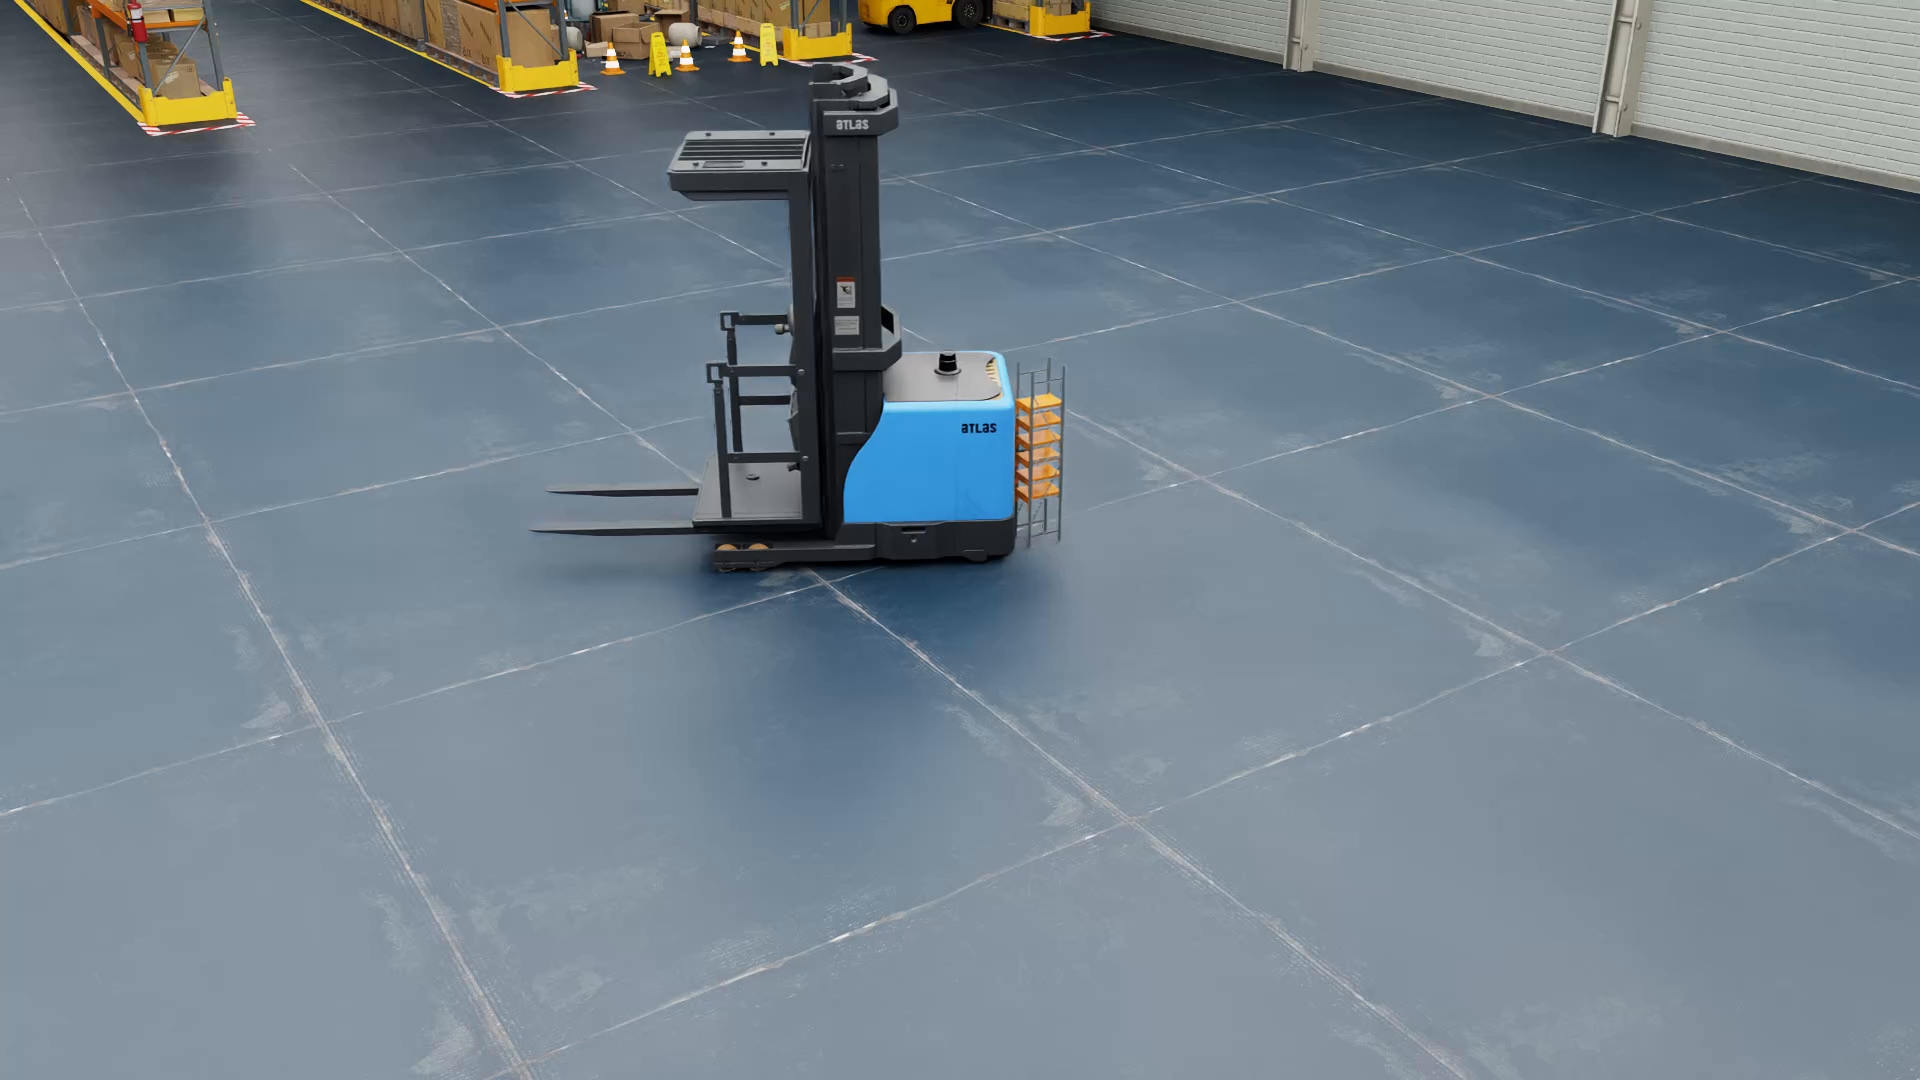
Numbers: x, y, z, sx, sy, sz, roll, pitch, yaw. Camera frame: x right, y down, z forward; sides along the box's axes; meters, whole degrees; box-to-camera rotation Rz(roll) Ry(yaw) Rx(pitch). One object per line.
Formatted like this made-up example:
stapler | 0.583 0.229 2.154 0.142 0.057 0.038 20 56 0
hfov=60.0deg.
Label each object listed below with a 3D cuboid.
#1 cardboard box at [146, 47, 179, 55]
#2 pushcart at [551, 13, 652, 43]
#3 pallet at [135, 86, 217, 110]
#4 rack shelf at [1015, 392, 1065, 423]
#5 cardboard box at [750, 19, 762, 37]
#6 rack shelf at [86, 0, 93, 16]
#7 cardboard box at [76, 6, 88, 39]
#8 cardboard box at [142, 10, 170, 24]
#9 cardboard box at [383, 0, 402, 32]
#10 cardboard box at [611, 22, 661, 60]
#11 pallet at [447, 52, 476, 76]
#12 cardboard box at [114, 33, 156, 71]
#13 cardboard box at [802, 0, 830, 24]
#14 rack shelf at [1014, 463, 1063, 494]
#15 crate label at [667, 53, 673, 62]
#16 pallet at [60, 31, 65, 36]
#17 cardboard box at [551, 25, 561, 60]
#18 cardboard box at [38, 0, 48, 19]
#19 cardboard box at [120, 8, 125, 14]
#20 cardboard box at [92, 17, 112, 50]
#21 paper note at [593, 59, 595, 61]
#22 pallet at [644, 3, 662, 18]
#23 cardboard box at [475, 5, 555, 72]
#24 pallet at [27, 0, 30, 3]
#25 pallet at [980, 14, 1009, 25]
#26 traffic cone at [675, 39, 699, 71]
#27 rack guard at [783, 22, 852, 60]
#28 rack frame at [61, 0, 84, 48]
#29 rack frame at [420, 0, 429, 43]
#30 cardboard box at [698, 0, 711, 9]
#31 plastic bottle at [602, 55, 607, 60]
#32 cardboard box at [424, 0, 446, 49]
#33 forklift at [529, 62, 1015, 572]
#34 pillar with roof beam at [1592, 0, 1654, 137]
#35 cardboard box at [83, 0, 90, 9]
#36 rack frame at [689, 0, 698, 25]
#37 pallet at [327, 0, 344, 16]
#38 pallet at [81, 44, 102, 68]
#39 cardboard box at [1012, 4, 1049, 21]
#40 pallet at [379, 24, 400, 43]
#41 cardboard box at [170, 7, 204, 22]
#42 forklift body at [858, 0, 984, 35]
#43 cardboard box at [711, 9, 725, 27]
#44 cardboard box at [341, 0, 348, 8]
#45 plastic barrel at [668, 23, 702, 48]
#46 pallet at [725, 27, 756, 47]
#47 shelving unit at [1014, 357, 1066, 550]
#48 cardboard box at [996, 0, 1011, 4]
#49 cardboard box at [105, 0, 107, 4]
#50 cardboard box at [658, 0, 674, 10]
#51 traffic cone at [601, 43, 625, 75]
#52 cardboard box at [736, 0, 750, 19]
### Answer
cardboard box | -11.657 -6.897 24.282 0.500 0.500 0.500 -13 28 -25
pushcart | -6.412 -9.181 29.756 0.936 0.377 1.648 18 31 33
pallet | -11.104 -6.241 23.722 1.003 0.211 1.213 -16 29 -30
rack shelf | 0.499 -0.825 10.353 0.258 0.103 0.180 -12 28 -24
cardboard box | -3.289 -8.845 28.702 0.500 0.250 0.500 -15 29 -29
rack shelf | -13.924 -8.996 27.136 1.077 0.370 4.000 -16 29 -30
cardboard box | -14.633 -8.871 28.440 0.700 0.500 0.500 -17 30 -32
cardboard box | -10.977 -7.116 22.604 0.380 0.149 0.250 -16 29 -30
cardboard box | -9.559 -9.446 29.389 1.050 0.750 0.750 -16 29 -30
cardboard box | -5.426 -8.395 27.943 0.637 0.503 0.797 7 26 15
pallet | -7.602 -7.738 26.894 1.003 0.211 1.213 -16 29 -30
cardboard box | -12.648 -7.514 25.588 0.500 0.500 0.500 -17 30 -31
cardboard box | -2.568 -9.132 28.431 0.500 0.500 0.500 -17 30 -31
rack shelf | 0.499 -0.391 10.558 0.258 0.103 0.180 -12 28 -24
crate label | -4.887 -7.930 27.388 0.298 0.136 0.250 12 28 24
pallet | -16.045 -9.512 30.651 1.003 0.211 1.213 -16 29 -30
cardboard box | -6.914 -8.281 27.703 0.500 0.500 0.500 -10 27 -21
cardboard box | -16.345 -10.153 30.741 1.225 0.875 0.875 -17 30 -31
cardboard box | -11.673 -7.559 23.543 0.380 0.149 0.250 -16 29 -30
cardboard box | -13.700 -8.275 27.177 0.700 0.500 0.500 -18 31 -34
paper note | -6.086 -7.980 27.641 0.032 0.001 0.123 -1 25 -3
pallet | -5.626 -10.370 32.469 1.003 0.211 1.213 -16 29 -30
cardboard box | -6.863 -7.752 25.654 0.875 0.875 0.875 -15 29 -29
pallet | -18.881 -11.370 34.587 1.003 0.211 1.213 -16 29 -30
pallet | 0.697 -10.082 31.859 1.003 0.211 1.213 -16 29 -30
traffic cone | -4.406 -7.811 26.754 0.336 0.463 0.334 -16 29 -30
rack guard | -2.387 -8.382 27.920 1.175 0.500 0.348 -16 29 -30
rack frame | -15.016 -10.037 28.498 1.000 3.000 0.127 -16 29 -30
rack frame | -8.622 -9.726 27.839 1.000 3.000 0.127 -16 29 -30
cardboard box | -4.433 -9.928 30.116 0.500 0.500 0.500 -14 29 -27
plastic bottle | -5.879 -8.057 27.745 0.283 0.061 0.133 18 31 33
cardboard box | -8.337 -8.714 27.692 0.875 0.875 0.875 -15 29 -29
forklift | -1.191 -1.360 10.197 3.031 2.935 1.130 -1 25 -3
pillar with roof beam | 5.130 -8.520 18.257 9.100 9.000 0.400 -16 29 -30
cardboard box | -14.625 -9.212 28.285 0.500 0.250 0.500 -14 29 -28
rack frame | -4.529 -10.916 30.359 1.000 3.000 0.127 -16 29 -30
pallet | -11.892 -10.612 32.981 1.003 0.211 1.213 -16 29 -30
pallet | -13.929 -8.060 27.577 1.003 0.211 1.213 -16 29 -30
cardboard box | 1.290 -9.684 30.479 0.500 0.250 0.500 -15 29 -29
pallet | -9.776 -9.160 29.907 1.003 0.211 1.213 -16 29 -30
cardboard box | -10.605 -7.220 22.824 0.380 0.149 0.250 -16 29 -30
forklift body | -0.753 -10.513 30.499 2.313 2.155 1.214 -16 29 -30
cardboard box | -4.133 -9.400 29.878 0.500 0.250 0.500 -14 29 -27
cardboard box | -11.664 -10.577 32.079 0.500 0.500 0.500 -14 29 -28
plastic barrel | -4.742 -8.706 28.696 0.512 0.421 0.421 3 25 6
pallet | -3.463 -8.986 29.538 1.003 0.211 1.213 -16 29 -30
shelving unit | 0.499 -0.540 10.487 0.258 1.200 0.189 -12 28 -24
cardboard box | 1.019 -10.099 30.772 0.500 0.250 0.500 -16 30 -30
cardboard box | -12.264 -7.904 24.275 0.380 0.149 0.250 -16 29 -30
cardboard box | -5.213 -10.361 31.770 0.950 0.372 0.625 -14 28 -26
traffic cone | -5.538 -7.669 26.453 0.336 0.463 0.334 -16 29 -30
cardboard box | -3.559 -9.365 28.924 0.500 0.500 0.500 -16 30 -31
